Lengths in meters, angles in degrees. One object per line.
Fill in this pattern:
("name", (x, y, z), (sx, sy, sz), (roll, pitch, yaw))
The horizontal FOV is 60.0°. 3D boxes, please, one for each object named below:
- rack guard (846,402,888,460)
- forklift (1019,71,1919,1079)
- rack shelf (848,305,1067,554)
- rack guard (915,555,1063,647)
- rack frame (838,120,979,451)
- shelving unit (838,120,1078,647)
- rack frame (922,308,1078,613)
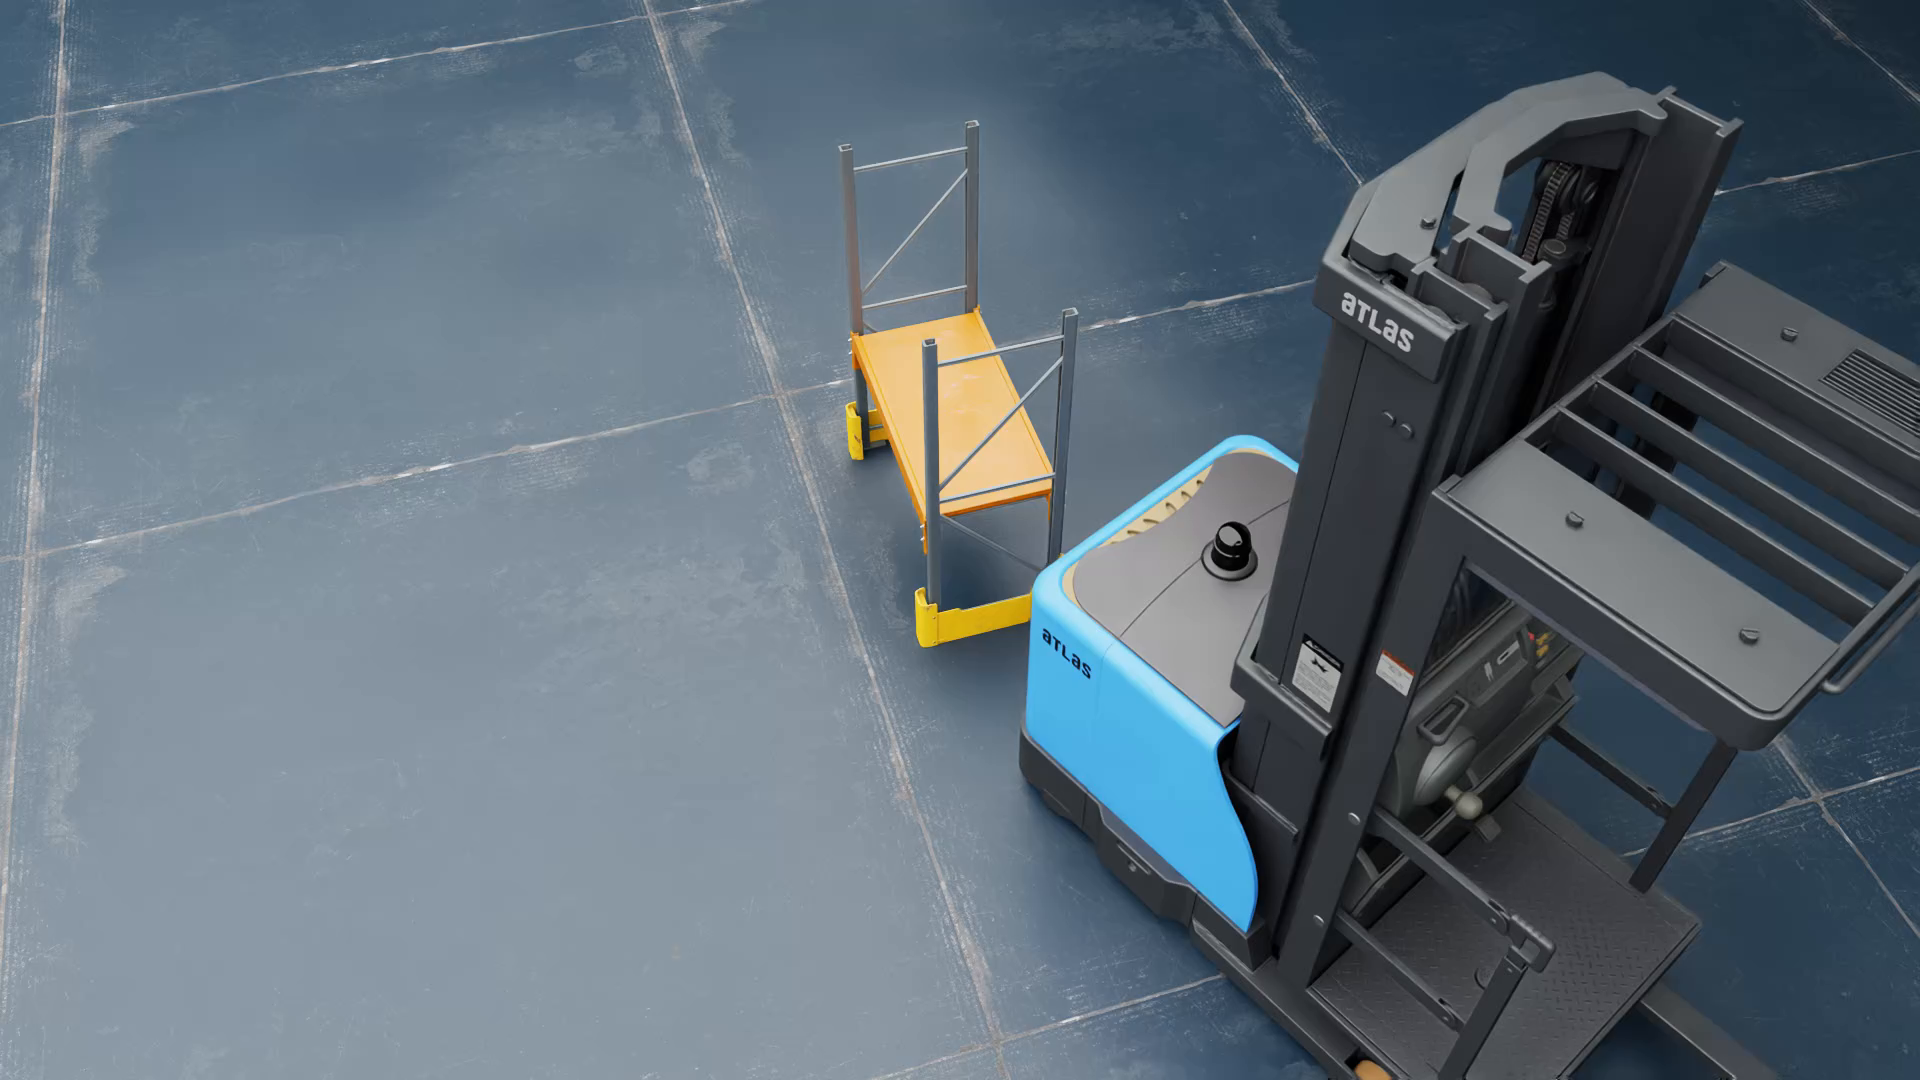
("rack guard", (-0.170, -0.500, 6.798), (0.587, 0.250, 0.087), (-13, 51, -11))
("forklift", (1.562, 0.462, 4.233), (1.130, 2.935, 3.031), (-34, 58, -25))
("rack shelf", (-0.025, -0.430, 6.156), (0.538, 0.185, 1.000), (-13, 51, -11))
("rack guard", (0.125, 0.227, 6.184), (0.587, 0.250, 0.087), (-13, 51, -11))
("rack frame", (-0.176, -0.917, 6.332), (0.500, 1.500, 0.032), (-13, 51, -11))
("shelving unit", (-0.023, -0.539, 6.013), (0.587, 1.500, 1.083), (-13, 51, -11))
("rack frame", (0.125, -0.174, 5.706), (0.500, 1.500, 0.032), (-13, 51, -11))
